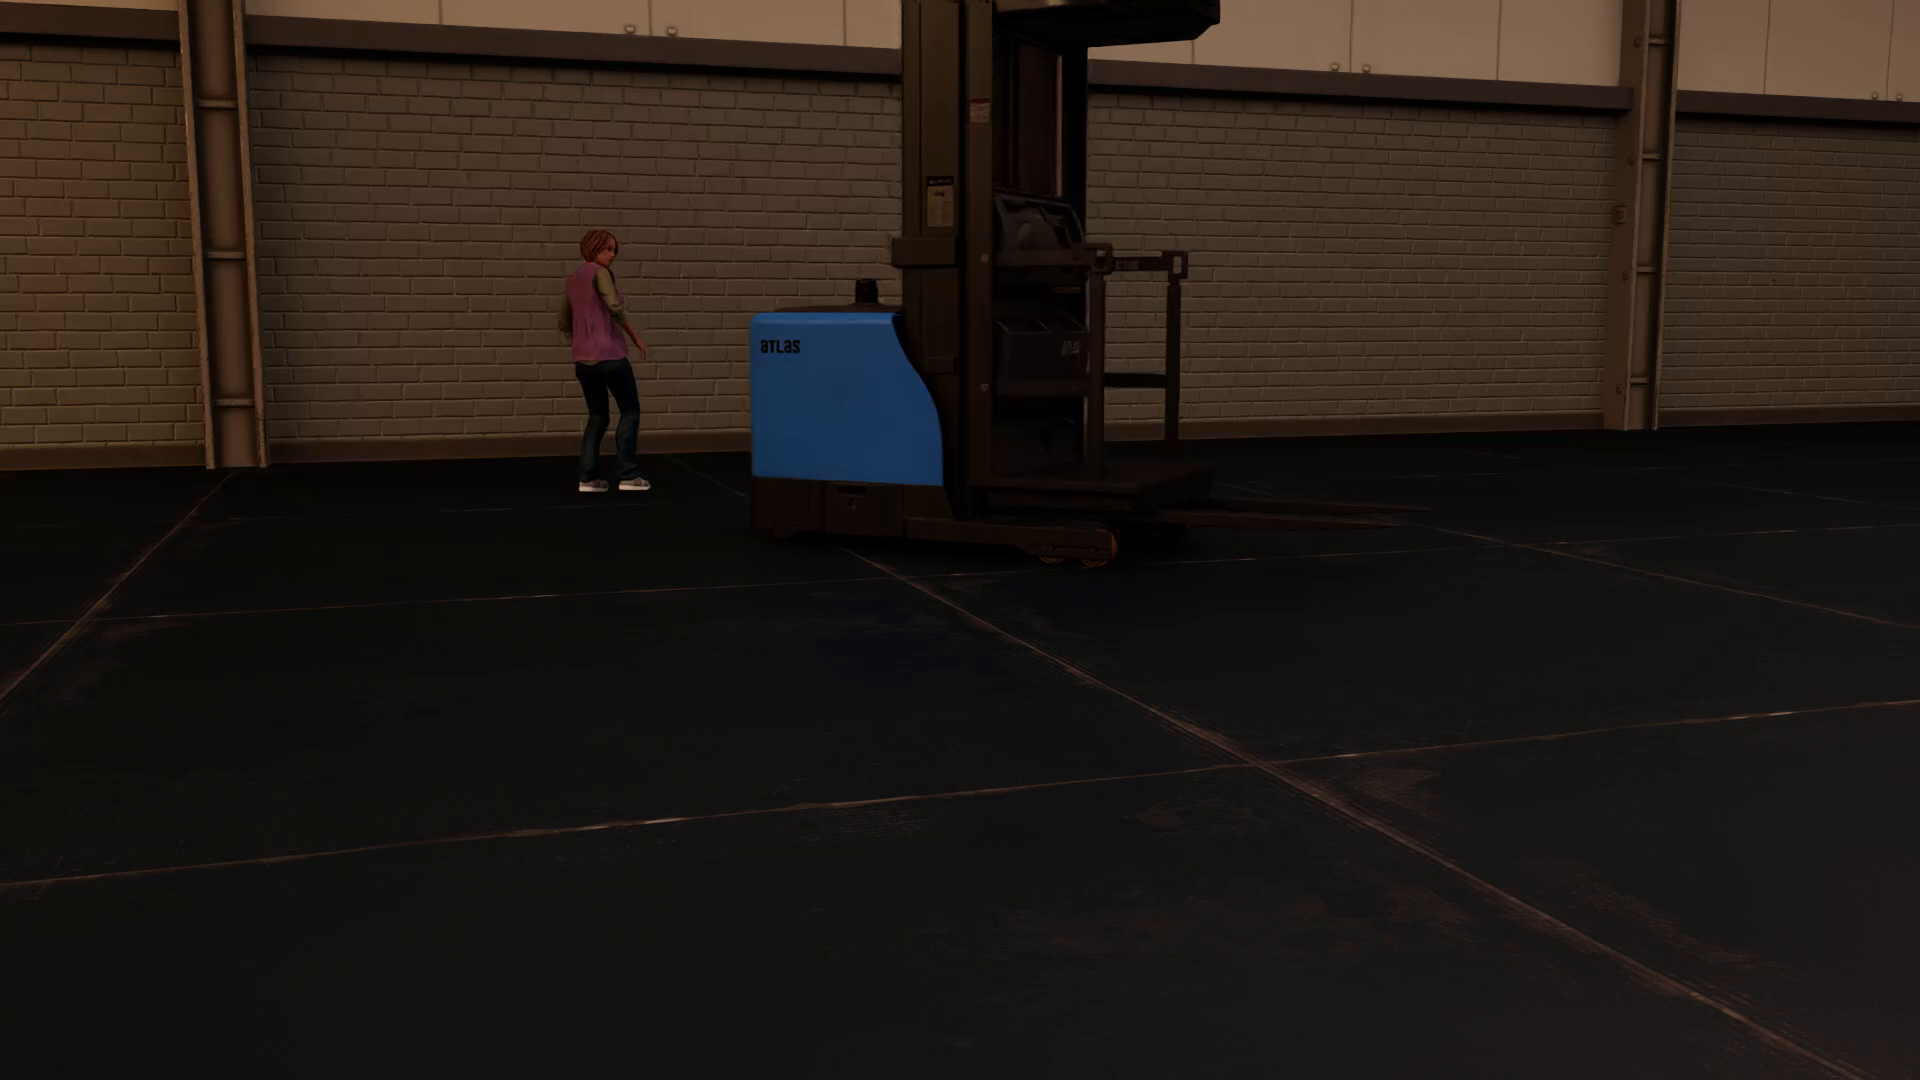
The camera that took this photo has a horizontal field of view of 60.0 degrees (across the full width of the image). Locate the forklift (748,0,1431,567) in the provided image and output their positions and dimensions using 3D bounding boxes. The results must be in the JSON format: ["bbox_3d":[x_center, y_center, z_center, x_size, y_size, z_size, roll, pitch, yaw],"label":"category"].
[{"bbox_3d":[0.552,-1.417,7.466,3.031,2.935,1.130,4,9,26],"label":"forklift"}]

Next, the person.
[{"bbox_3d":[-2.141,-1.067,9.984,0.611,1.573,0.446,5,9,33],"label":"person"}]
